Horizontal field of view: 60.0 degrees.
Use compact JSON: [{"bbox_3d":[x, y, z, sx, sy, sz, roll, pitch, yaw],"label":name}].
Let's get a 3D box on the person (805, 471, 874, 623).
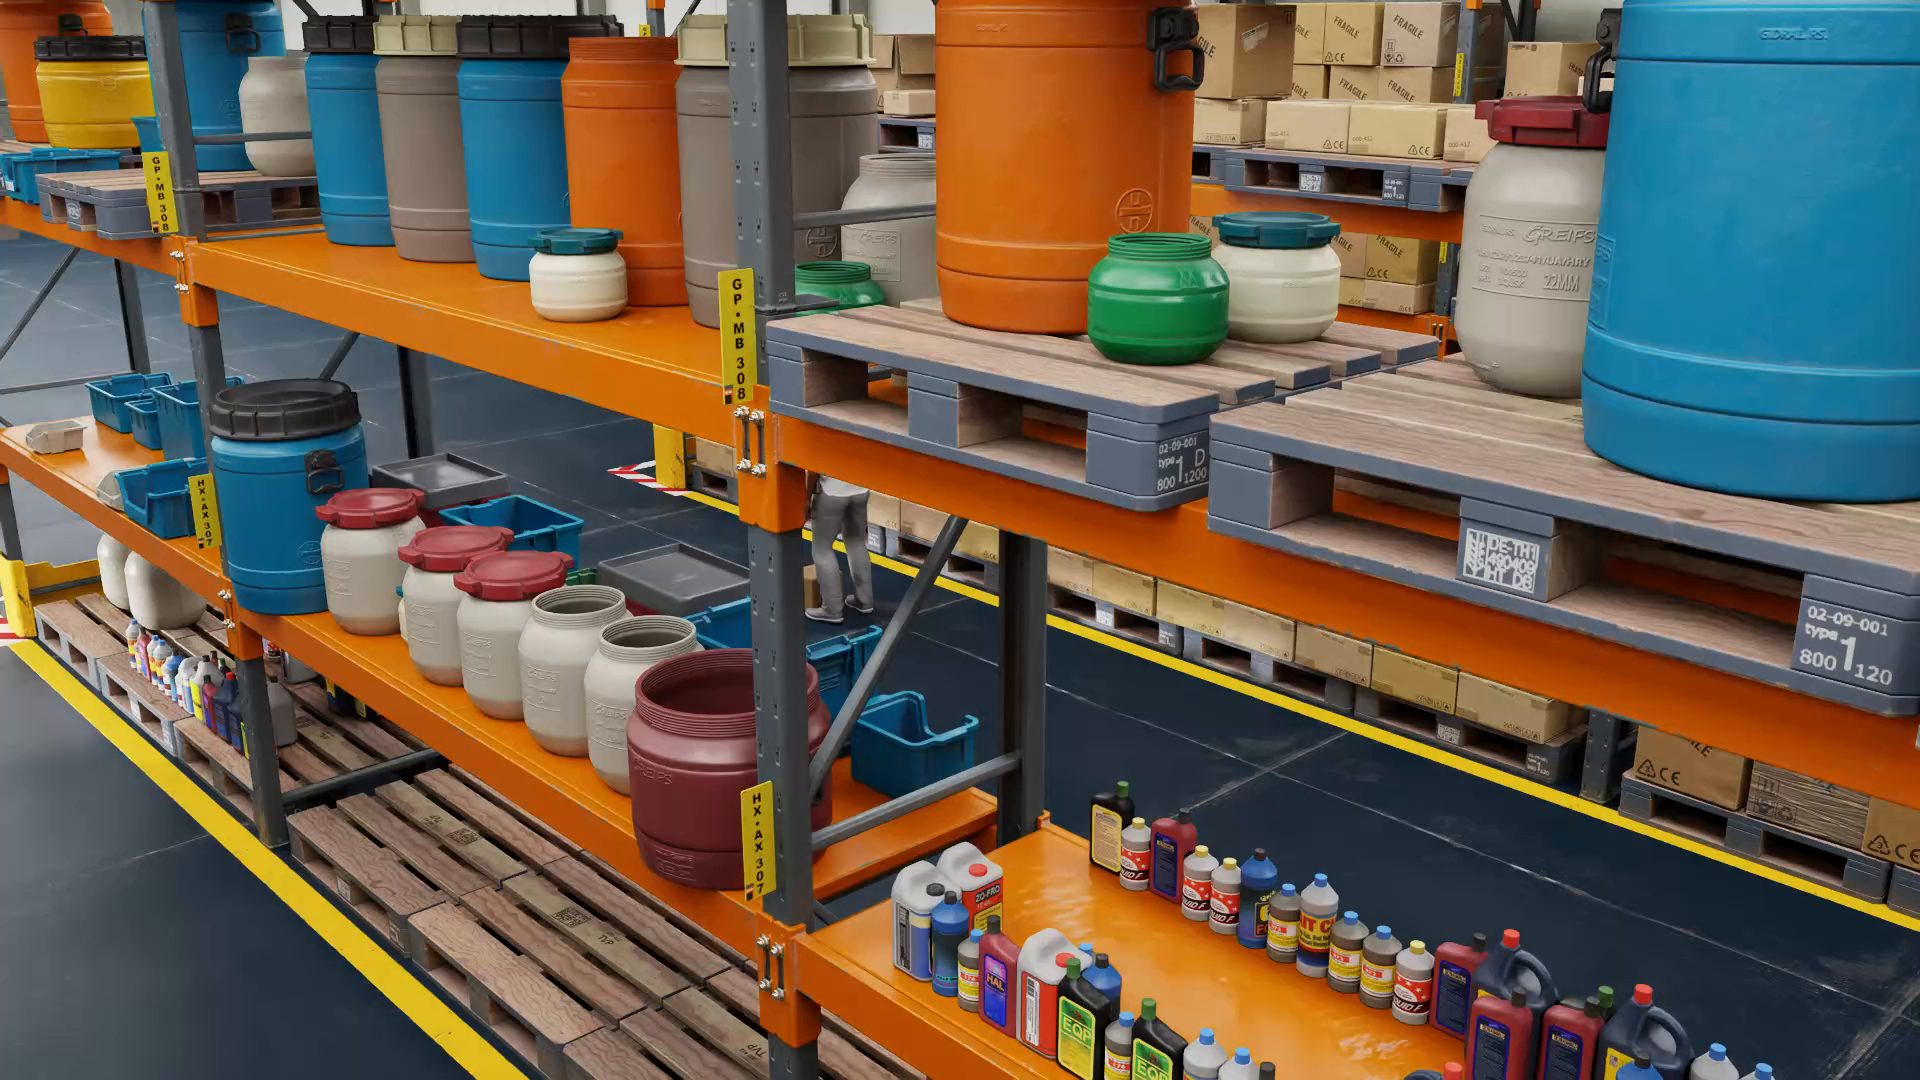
[{"bbox_3d":[-0.768,-0.302,10.509,0.505,1.659,0.392,-16,23,-41],"label":"person"}]
